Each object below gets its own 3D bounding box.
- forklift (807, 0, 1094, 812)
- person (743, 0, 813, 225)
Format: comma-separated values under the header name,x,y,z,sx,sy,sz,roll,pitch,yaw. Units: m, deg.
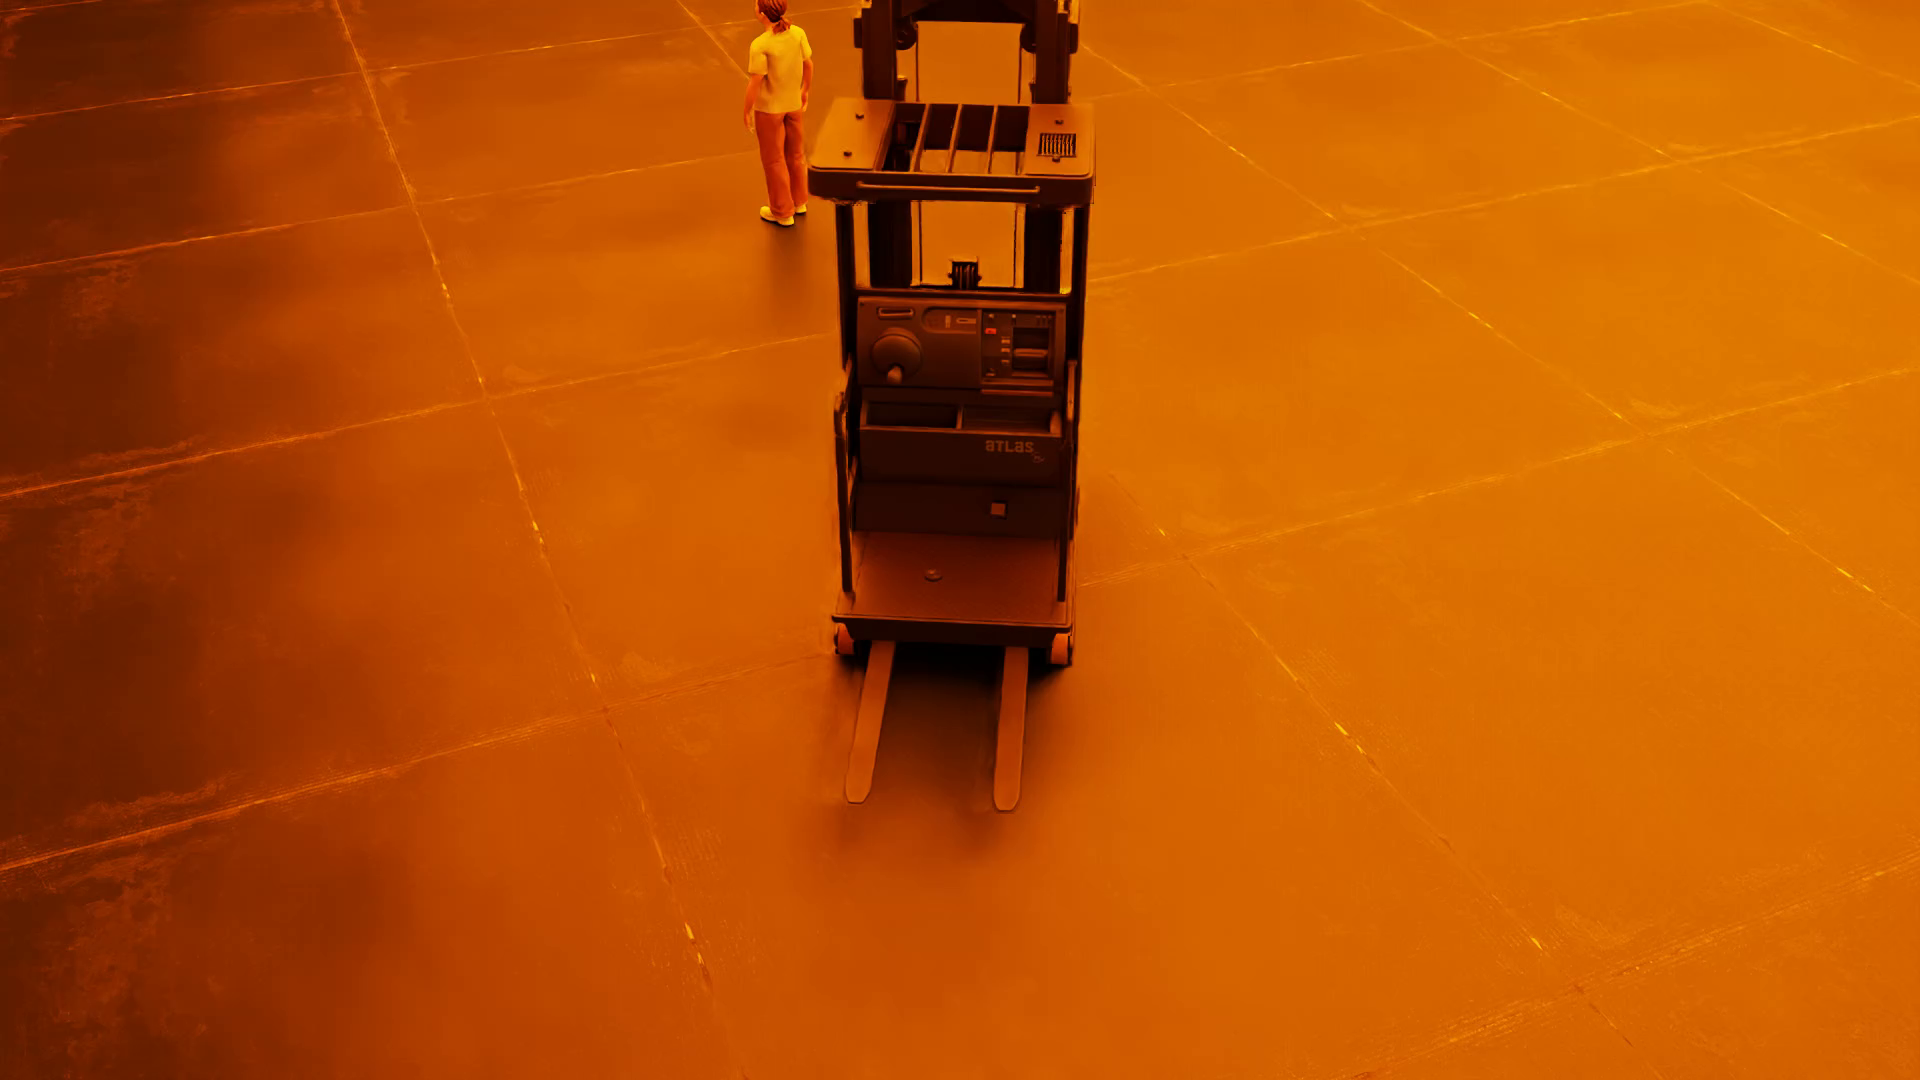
name,x,y,z,sx,sy,sz,roll,pitch,yaw
forklift,-0.010,-0.808,7.235,1.130,2.935,3.031,2,35,3
person,-1.275,-2.958,11.329,0.554,1.673,0.548,-26,43,-31
